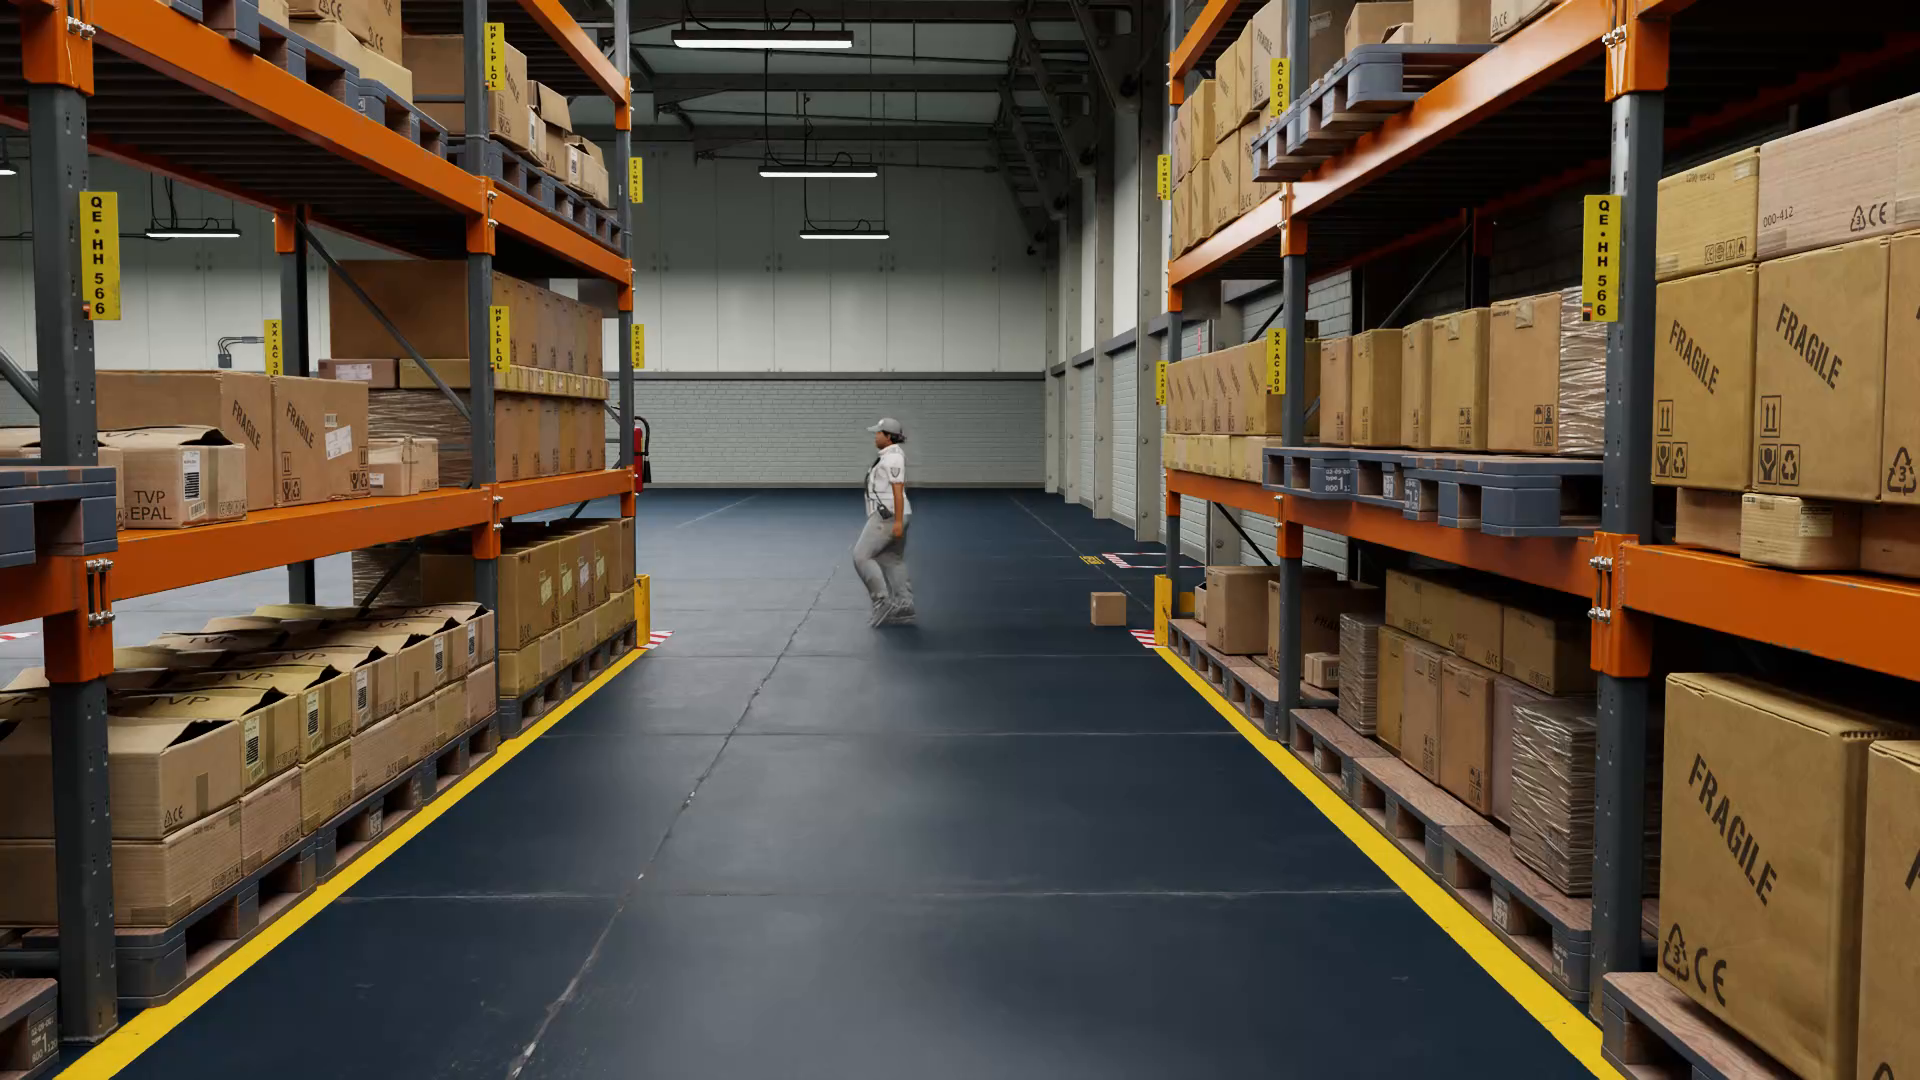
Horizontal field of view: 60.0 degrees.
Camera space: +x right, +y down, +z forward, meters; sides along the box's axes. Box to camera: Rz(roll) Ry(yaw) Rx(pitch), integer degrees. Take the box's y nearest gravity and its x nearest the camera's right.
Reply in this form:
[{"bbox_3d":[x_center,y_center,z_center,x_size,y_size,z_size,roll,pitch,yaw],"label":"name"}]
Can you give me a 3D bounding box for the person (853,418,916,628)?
[{"bbox_3d":[-0.610,-0.132,13.492,0.501,1.717,0.521,0,4,0],"label":"person"}]
